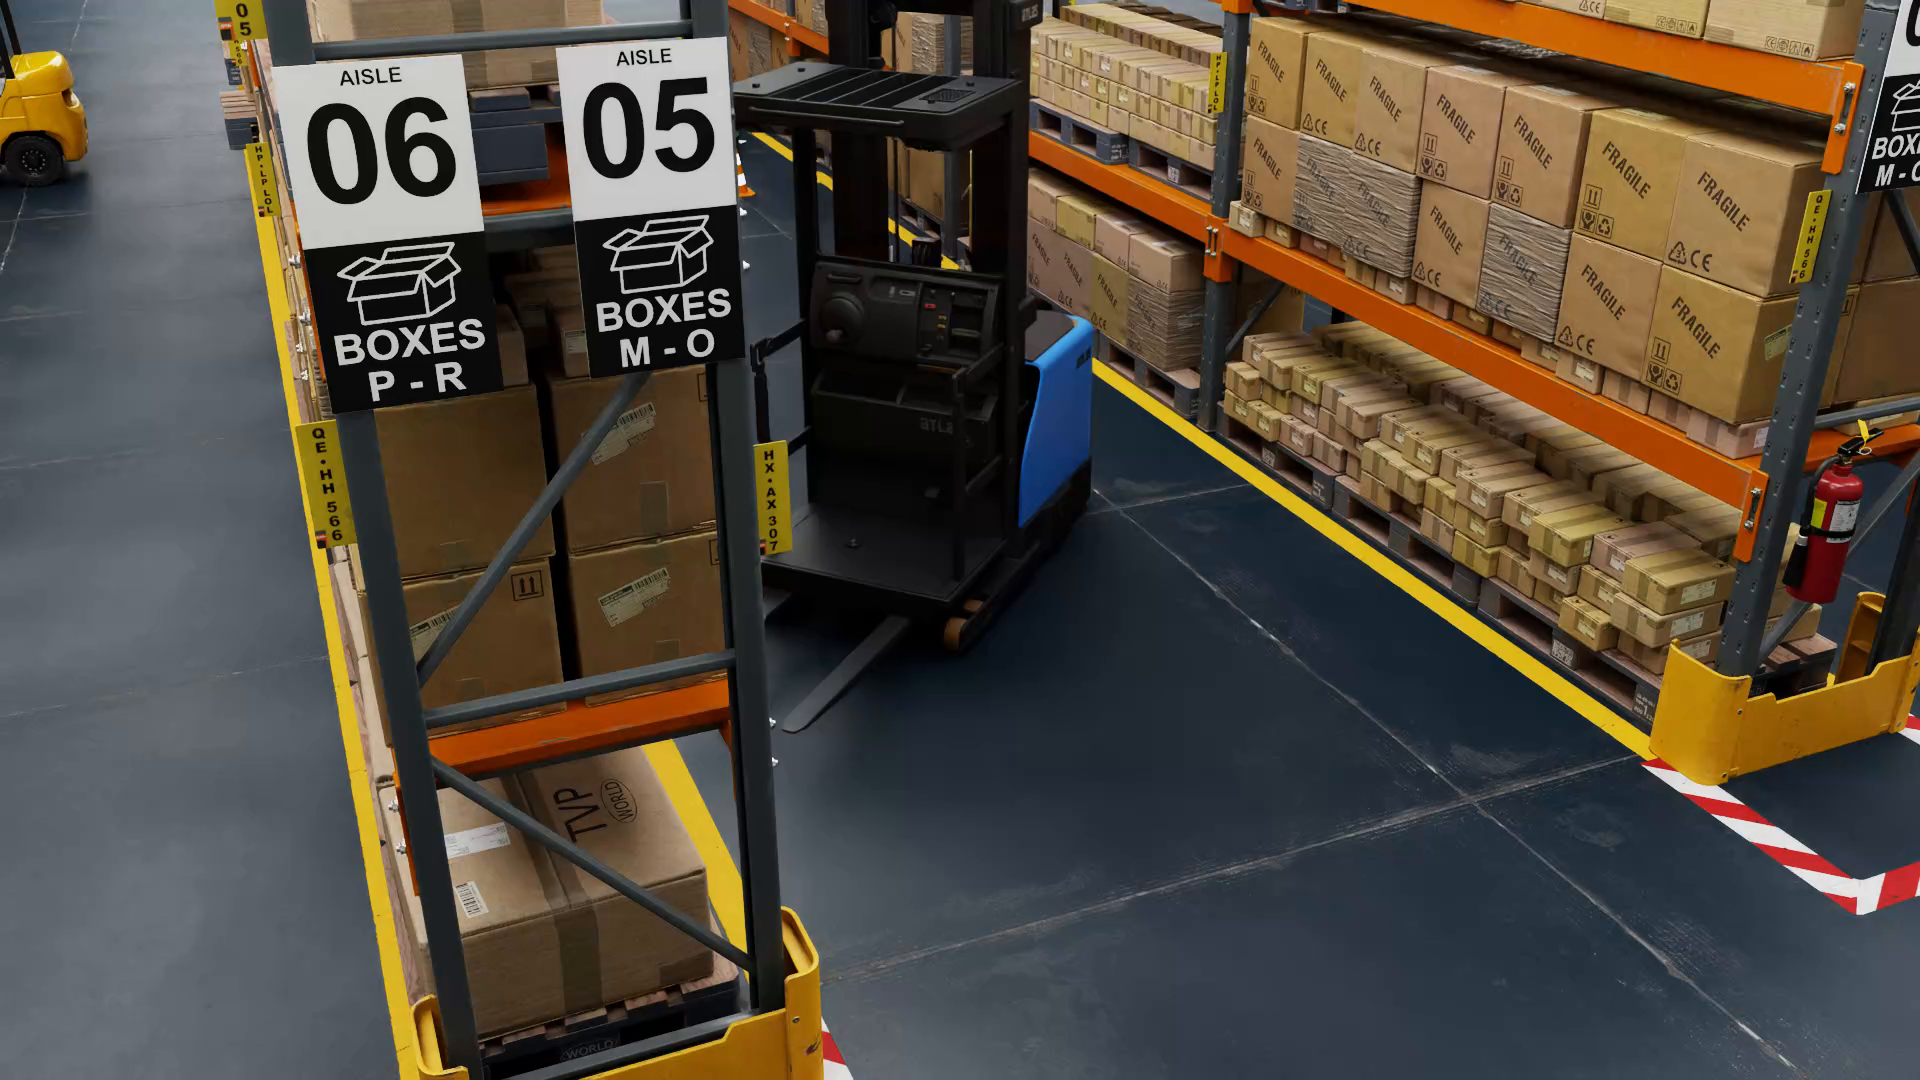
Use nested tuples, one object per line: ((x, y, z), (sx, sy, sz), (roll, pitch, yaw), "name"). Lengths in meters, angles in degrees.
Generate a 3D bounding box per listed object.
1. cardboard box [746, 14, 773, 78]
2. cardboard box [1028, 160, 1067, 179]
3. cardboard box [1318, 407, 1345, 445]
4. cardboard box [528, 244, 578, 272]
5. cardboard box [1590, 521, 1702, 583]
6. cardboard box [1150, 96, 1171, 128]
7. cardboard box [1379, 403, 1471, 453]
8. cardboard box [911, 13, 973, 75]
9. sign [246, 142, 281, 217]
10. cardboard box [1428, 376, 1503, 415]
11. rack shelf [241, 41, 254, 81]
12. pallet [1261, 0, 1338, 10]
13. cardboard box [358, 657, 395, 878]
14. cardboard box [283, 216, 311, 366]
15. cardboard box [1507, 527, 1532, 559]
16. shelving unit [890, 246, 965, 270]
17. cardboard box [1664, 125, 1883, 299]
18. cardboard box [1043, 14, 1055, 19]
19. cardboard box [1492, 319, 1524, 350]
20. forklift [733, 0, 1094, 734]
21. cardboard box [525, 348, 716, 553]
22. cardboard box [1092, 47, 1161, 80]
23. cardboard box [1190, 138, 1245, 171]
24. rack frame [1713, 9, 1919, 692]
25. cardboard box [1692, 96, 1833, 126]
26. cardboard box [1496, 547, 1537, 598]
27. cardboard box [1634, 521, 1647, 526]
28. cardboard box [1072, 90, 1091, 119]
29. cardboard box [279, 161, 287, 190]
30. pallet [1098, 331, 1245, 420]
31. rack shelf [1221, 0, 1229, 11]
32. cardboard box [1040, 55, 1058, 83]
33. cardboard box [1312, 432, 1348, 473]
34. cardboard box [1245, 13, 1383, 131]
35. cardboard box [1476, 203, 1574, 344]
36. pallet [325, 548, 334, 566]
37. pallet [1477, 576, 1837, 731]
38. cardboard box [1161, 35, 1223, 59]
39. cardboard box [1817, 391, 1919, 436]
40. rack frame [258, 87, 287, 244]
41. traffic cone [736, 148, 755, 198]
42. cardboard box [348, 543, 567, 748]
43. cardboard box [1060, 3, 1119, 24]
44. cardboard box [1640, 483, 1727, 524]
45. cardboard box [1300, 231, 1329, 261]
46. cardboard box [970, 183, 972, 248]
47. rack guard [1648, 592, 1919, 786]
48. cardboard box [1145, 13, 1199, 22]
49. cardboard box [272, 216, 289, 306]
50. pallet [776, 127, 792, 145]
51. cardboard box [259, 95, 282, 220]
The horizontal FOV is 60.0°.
((-1.743, -5.192, 17.908), (0.875, 0.875, 0.875), (-10, 28, -20), "cardboard box")
((0.608, -2.592, 12.155), (0.500, 0.250, 0.500), (-11, 28, -21), "cardboard box")
((2.190, -0.651, 9.096), (0.380, 0.149, 0.250), (-12, 29, -23), "cardboard box")
((-1.069, -0.788, 4.952), (0.380, 0.149, 0.250), (-10, 28, -19), "cardboard box")
((3.009, 0.059, 7.303), (0.380, 0.149, 0.250), (-10, 28, -20), "cardboard box")
((1.392, -2.642, 10.212), (0.380, 0.149, 0.250), (-9, 28, -18), "cardboard box")
((2.401, -0.571, 8.592), (0.380, 0.149, 0.250), (-12, 28, -23), "cardboard box")
((-0.061, -3.895, 13.194), (0.500, 0.500, 0.500), (-11, 28, -21), "cardboard box")
((-3.082, -1.596, 7.370), (0.100, 0.325, 0.005), (-11, 28, -21), "sign")
((2.769, -0.768, 8.997), (0.380, 0.149, 0.250), (-12, 28, -23), "cardboard box")
((-3.370, -3.040, 8.959), (1.077, 0.370, 4.000), (-11, 28, -21), "rack shelf")
((3.565, -5.721, 17.266), (1.003, 0.211, 1.213), (-11, 28, -21), "pallet")
((-1.737, 0.752, 6.232), (0.875, 0.438, 0.875), (-10, 28, -19), "cardboard box")
((-2.045, -0.851, 5.820), (0.500, 0.500, 0.500), (-11, 28, -21), "cardboard box")
((2.810, -0.025, 7.815), (0.380, 0.149, 0.250), (-11, 28, -21), "cardboard box")
((-0.246, -1.028, 9.487), (0.503, 1.200, 0.258), (16, 30, 29), "shelving unit")
((3.087, -1.254, 6.308), (0.500, 0.500, 0.500), (-11, 28, -22), "cardboard box")
((0.473, -3.729, 12.099), (0.380, 0.149, 0.250), (-11, 28, -22), "cardboard box")
((2.684, -0.990, 7.645), (0.380, 0.149, 0.250), (-12, 28, -23), "cardboard box")
((-0.350, -1.010, 7.477), (1.130, 2.935, 3.031), (11, 28, 21), "forklift")
((-0.946, -0.330, 4.754), (0.500, 0.500, 0.500), (-11, 28, -22), "cardboard box")
((1.082, -3.097, 10.804), (0.380, 0.149, 0.250), (-12, 28, -23), "cardboard box")
((1.591, -2.301, 9.852), (0.380, 0.149, 0.250), (-11, 28, -22), "cardboard box")
((3.495, -0.484, 6.323), (1.000, 3.000, 0.127), (-11, 28, -21), "rack frame")
((3.360, -1.542, 6.896), (0.500, 0.500, 0.500), (-10, 28, -19), "cardboard box")
((2.770, 0.126, 7.844), (0.380, 0.149, 0.250), (-10, 28, -20), "cardboard box")
((3.294, 0.015, 7.733), (0.380, 0.149, 0.250), (-10, 28, -20), "cardboard box")
((0.973, -2.934, 11.149), (0.380, 0.149, 0.250), (-12, 28, -22), "cardboard box")
((-2.329, -1.402, 6.210), (0.380, 0.149, 0.250), (-11, 28, -22), "cardboard box")
((1.622, -1.160, 10.886), (1.003, 0.211, 1.213), (-11, 28, -21), "pallet")
((1.145, -3.931, 10.784), (1.077, 0.370, 4.000), (-11, 28, -21), "rack shelf")
((0.778, -3.275, 11.508), (0.380, 0.149, 0.250), (-11, 28, -21), "cardboard box")
((2.170, -0.512, 9.150), (0.380, 0.149, 0.250), (-11, 28, -22), "cardboard box")
((1.881, -2.503, 8.865), (0.500, 0.500, 0.500), (-10, 28, -19), "cardboard box")
((2.678, -1.212, 7.361), (0.500, 0.500, 0.500), (-10, 28, -20), "cardboard box")
((-2.958, -0.253, 9.029), (1.003, 0.211, 1.213), (-11, 28, -21), "pallet")
((3.180, 0.404, 7.682), (1.003, 0.211, 1.213), (-11, 28, -21), "pallet")
((1.581, -3.311, 11.241), (0.380, 0.149, 0.250), (-10, 28, -19), "cardboard box")
((3.670, -0.559, 6.762), (0.380, 0.149, 0.250), (-11, 28, -21), "cardboard box")
((-2.586, -1.208, 7.805), (1.000, 3.000, 0.127), (-11, 28, -21), "rack frame")
((-2.069, -3.388, 15.162), (0.336, 0.463, 0.334), (-11, 28, -21), "traffic cone")
((-1.452, 0.213, 4.782), (0.500, 0.500, 0.500), (-10, 28, -20), "cardboard box")
((0.976, -3.938, 12.527), (0.380, 0.149, 0.250), (-12, 28, -23), "cardboard box")
((3.403, -0.144, 7.718), (0.380, 0.149, 0.250), (-11, 28, -21), "cardboard box")
((2.061, -1.626, 8.947), (0.380, 0.149, 0.250), (-12, 28, -23), "cardboard box")
((0.405, -2.450, 12.720), (0.500, 0.500, 0.500), (-12, 28, -23), "cardboard box")
((3.465, 0.608, 6.935), (1.175, 0.500, 0.348), (-11, 28, -21), "rack guard")
((2.555, -6.074, 20.142), (0.500, 0.500, 0.500), (-8, 27, -16), "cardboard box")
((-3.959, -1.764, 10.886), (0.875, 0.875, 0.875), (-11, 28, -21), "cardboard box")
((-1.430, -4.396, 17.514), (1.003, 0.211, 1.213), (-11, 28, -21), "pallet")
((-2.992, -1.839, 7.845), (0.500, 0.500, 0.500), (-10, 28, -19), "cardboard box")
